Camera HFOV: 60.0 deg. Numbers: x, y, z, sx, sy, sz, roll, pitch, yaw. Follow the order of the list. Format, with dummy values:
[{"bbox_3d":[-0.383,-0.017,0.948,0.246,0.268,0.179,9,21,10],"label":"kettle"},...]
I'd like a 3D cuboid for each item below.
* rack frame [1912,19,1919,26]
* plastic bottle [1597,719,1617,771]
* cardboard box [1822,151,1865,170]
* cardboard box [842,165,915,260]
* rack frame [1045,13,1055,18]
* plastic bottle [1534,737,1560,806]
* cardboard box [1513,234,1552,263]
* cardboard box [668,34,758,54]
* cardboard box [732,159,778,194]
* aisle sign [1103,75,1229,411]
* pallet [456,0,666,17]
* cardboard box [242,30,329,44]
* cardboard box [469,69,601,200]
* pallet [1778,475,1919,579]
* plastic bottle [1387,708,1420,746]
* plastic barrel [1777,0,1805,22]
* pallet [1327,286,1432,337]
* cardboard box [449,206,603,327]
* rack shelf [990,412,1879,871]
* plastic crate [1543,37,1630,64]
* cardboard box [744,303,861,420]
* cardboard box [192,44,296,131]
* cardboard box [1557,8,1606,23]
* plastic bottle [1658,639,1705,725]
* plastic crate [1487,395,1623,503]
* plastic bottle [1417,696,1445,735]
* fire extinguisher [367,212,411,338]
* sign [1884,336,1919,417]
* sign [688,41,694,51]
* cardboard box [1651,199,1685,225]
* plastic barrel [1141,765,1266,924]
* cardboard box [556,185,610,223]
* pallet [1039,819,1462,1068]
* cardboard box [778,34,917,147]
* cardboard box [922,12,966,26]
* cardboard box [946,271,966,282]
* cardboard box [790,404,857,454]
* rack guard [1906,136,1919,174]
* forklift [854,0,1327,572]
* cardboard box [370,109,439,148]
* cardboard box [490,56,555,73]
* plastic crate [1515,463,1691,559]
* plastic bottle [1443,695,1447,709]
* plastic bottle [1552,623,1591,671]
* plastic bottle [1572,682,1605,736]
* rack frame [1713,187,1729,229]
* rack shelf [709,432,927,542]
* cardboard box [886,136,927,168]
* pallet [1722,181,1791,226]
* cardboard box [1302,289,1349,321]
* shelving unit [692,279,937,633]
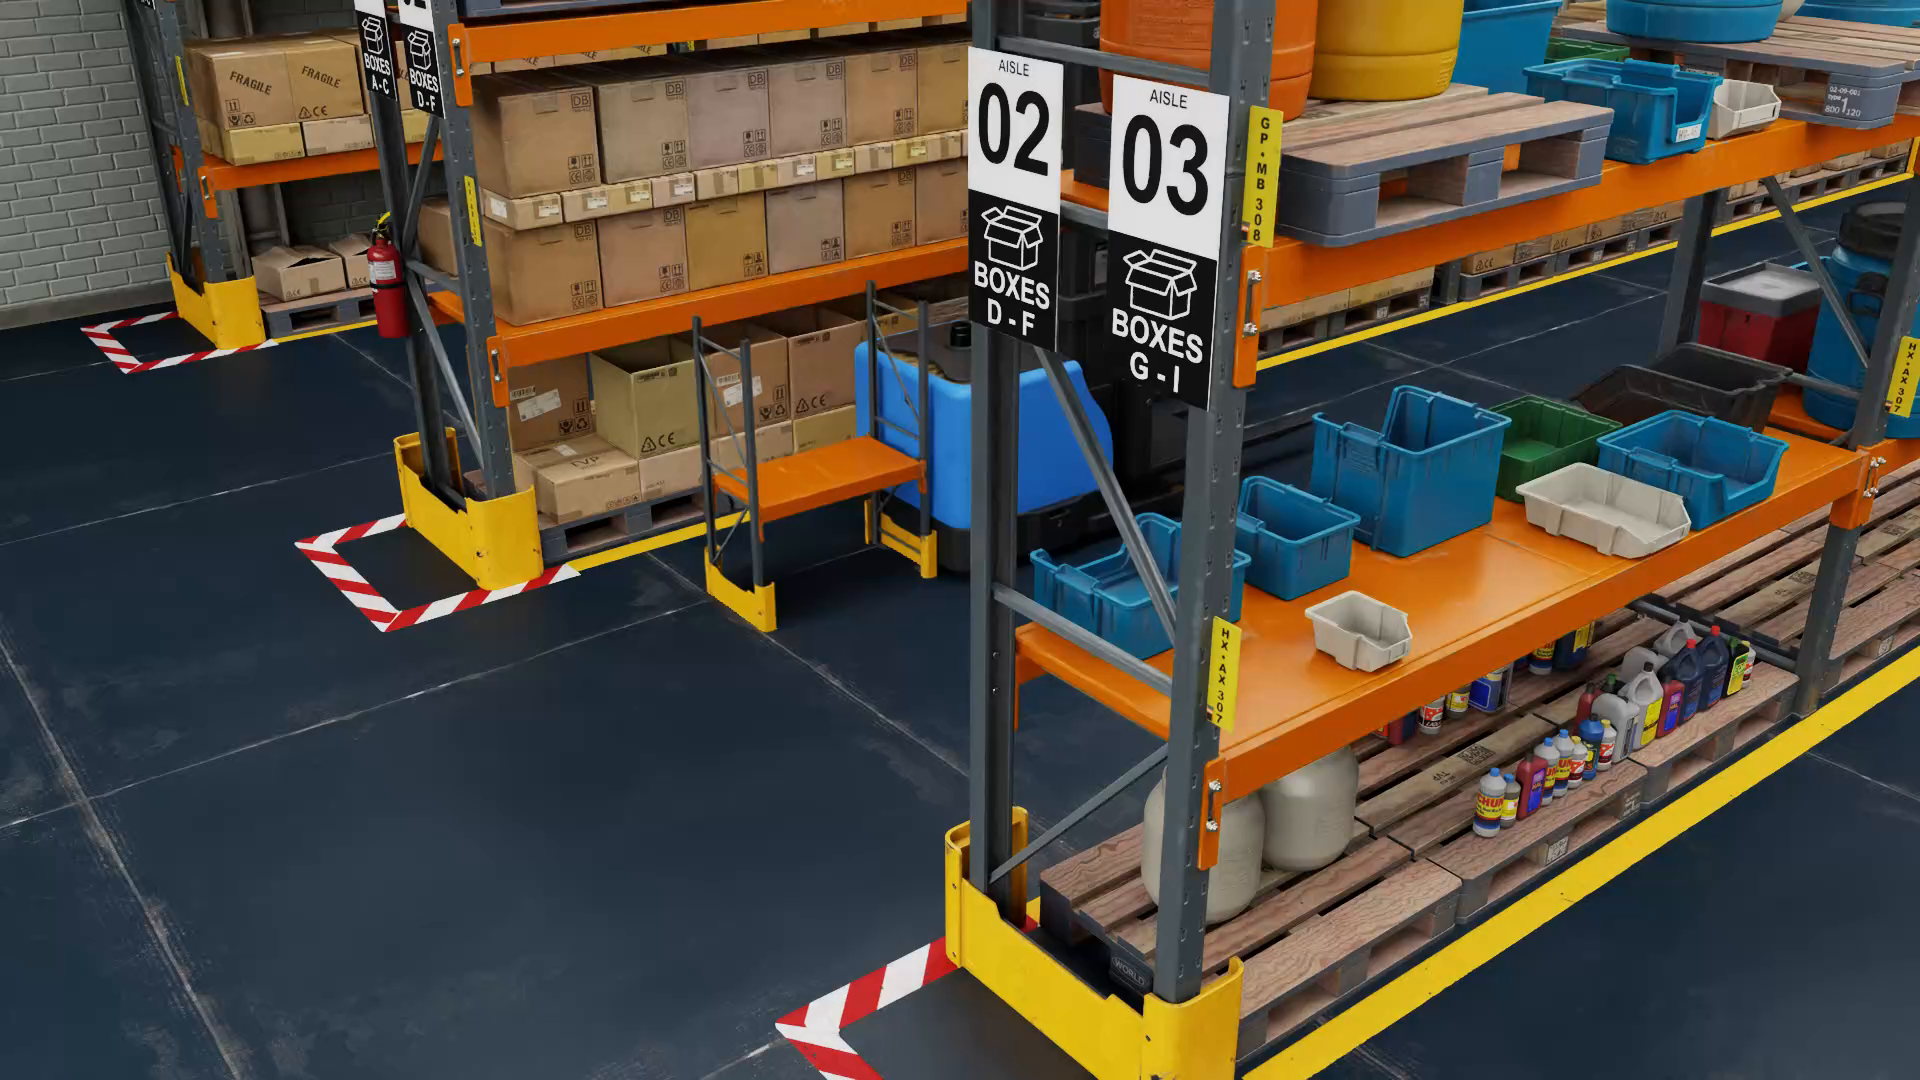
[{"bbox_3d":[3.534,-3.448,5.989,0.127,3.000,1.000,-18,31,-34],"label":"rack frame"},{"bbox_3d":[2.594,0.820,6.721,0.097,0.201,0.097,0,25,0],"label":"plastic bottle"},{"bbox_3d":[8.882,-3.978,17.002,0.500,0.250,0.500,-18,31,-34],"label":"cardboard box"},{"bbox_3d":[-0.673,-2.028,9.938,0.500,0.500,0.700,-18,30,-33],"label":"cardboard box"},{"bbox_3d":[0.569,-5.048,16.563,0.127,3.000,1.000,-18,31,-34],"label":"rack frame"},{"bbox_3d":[2.275,0.894,6.479,0.097,0.271,0.097,0,25,0],"label":"plastic bottle"},{"bbox_3d":[4.571,-2.635,13.810,0.500,0.500,0.500,-20,31,-36],"label":"cardboard box"},{"bbox_3d":[-2.157,-4.374,14.471,0.500,0.500,0.700,-18,30,-34],"label":"cardboard box"},{"bbox_3d":[-1.213,-2.035,9.182,0.250,0.149,0.380,-19,31,-35],"label":"cardboard box"},{"bbox_3d":[0.511,-0.751,4.217,0.004,0.787,0.394,-18,31,-34],"label":"aisle sign"},{"bbox_3d":[-2.095,-2.825,8.316,1.213,0.211,1.003,-18,31,-34],"label":"pallet"},{"bbox_3d":[-5.085,-3.571,12.645,0.500,0.500,0.500,-18,30,-33],"label":"cardboard box"},{"bbox_3d":[-2.250,-2.094,8.539,0.500,0.500,0.700,-18,30,-34],"label":"cardboard box"},{"bbox_3d":[5.089,0.003,8.993,1.213,0.211,1.003,-18,31,-34],"label":"pallet"},{"bbox_3d":[1.843,0.702,6.879,0.133,0.283,0.061,-18,31,-34],"label":"plastic bottle"},{"bbox_3d":[3.074,-2.282,6.408,0.421,0.512,0.421,0,25,0],"label":"plastic barrel"},{"bbox_3d":[2.957,-1.942,13.183,1.213,0.211,1.003,-18,31,-34],"label":"pallet"},{"bbox_3d":[-2.292,-1.492,8.782,0.500,0.500,0.700,-18,31,-34],"label":"cardboard box"},{"bbox_3d":[1.960,0.119,6.284,4.000,0.370,1.077,-18,31,-34],"label":"rack shelf"},{"bbox_3d":[2.125,-1.671,5.977,0.450,0.188,0.336,-18,31,-34],"label":"plastic crate"},{"bbox_3d":[-0.926,-1.067,9.863,0.500,0.500,0.500,-18,31,-34],"label":"cardboard box"},{"bbox_3d":[-5.165,-3.275,12.007,0.500,0.500,0.500,-18,31,-34],"label":"cardboard box"},{"bbox_3d":[5.424,-4.203,14.125,0.700,0.500,0.500,18,30,33],"label":"cardboard box"},{"bbox_3d":[3.054,0.588,7.044,0.185,0.351,0.144,-20,32,-37],"label":"plastic bottle"},{"bbox_3d":[2.292,-0.371,6.739,0.662,0.188,0.450,-18,31,-34],"label":"plastic crate"},{"bbox_3d":[1.977,0.704,6.971,0.097,0.201,0.097,0,25,0],"label":"plastic bottle"},{"bbox_3d":[-3.047,-1.417,8.833,0.183,0.674,0.296,-18,31,-34],"label":"fire extinguisher"},{"bbox_3d":[3.865,-0.667,6.795,0.005,0.325,0.100,-18,31,-34],"label":"sign"},{"bbox_3d":[-2.238,-4.223,13.759,0.005,0.325,0.100,-18,31,-34],"label":"sign"},{"bbox_3d":[6.170,-3.163,14.950,0.500,0.500,0.500,-18,30,-34],"label":"cardboard box"},{"bbox_3d":[0.857,1.054,5.872,0.421,0.512,0.421,0,25,0],"label":"plastic barrel"},{"bbox_3d":[-2.019,-1.769,8.609,0.250,0.149,0.380,-19,31,-35],"label":"cardboard box"},{"bbox_3d":[1.060,1.333,6.127,1.213,0.211,1.003,-18,31,-34],"label":"pallet"},{"bbox_3d":[-0.656,-2.623,9.679,0.500,0.500,0.700,-18,31,-34],"label":"cardboard box"},{"bbox_3d":[-0.218,-5.013,15.847,0.500,0.500,0.700,-22,33,-39],"label":"cardboard box"},{"bbox_3d":[-0.077,-1.635,11.087,0.500,0.500,0.500,-18,31,-34],"label":"cardboard box"},{"bbox_3d":[-0.926,-0.727,10.021,0.500,0.250,0.500,-18,31,-34],"label":"cardboard box"},{"bbox_3d":[9.864,-4.332,17.990,0.348,0.500,1.175,-18,31,-34],"label":"rack guard"},{"bbox_3d":[0.893,-1.639,9.299,3.031,2.935,1.130,-18,30,-33],"label":"forklift"},{"bbox_3d":[-4.342,-3.202,12.741,0.500,0.250,0.500,-19,31,-35],"label":"cardboard box"},{"bbox_3d":[-3.552,-3.806,13.150,0.500,0.500,0.500,-19,31,-35],"label":"cardboard box"},{"bbox_3d":[2.413,-0.101,6.218,0.437,0.136,0.530,-18,31,-34],"label":"plastic crate"},{"bbox_3d":[2.014,0.555,7.114,0.185,0.351,0.144,-17,30,-32],"label":"plastic bottle"},{"bbox_3d":[2.732,0.395,7.459,0.185,0.351,0.144,-18,31,-34],"label":"plastic bottle"},{"bbox_3d":[2.604,0.708,6.865,0.133,0.283,0.061,-18,31,-34],"label":"plastic bottle"},{"bbox_3d":[6.776,-4.447,15.268,0.127,3.000,1.000,-18,31,-34],"label":"rack frame"},{"bbox_3d":[-0.727,-0.286,8.512,1.000,0.185,0.538,-18,30,-33],"label":"rack shelf"},{"bbox_3d":[-0.403,-2.303,9.759,0.250,0.149,0.380,-18,31,-34],"label":"cardboard box"},{"bbox_3d":[7.317,-3.360,16.239,1.213,0.211,1.003,-18,31,-34],"label":"pallet"},{"bbox_3d":[2.564,-1.869,12.480,0.500,0.250,0.500,-17,30,-33],"label":"cardboard box"},{"bbox_3d":[-0.719,-0.451,8.441,1.083,1.500,0.587,-18,30,-33],"label":"shelving unit"}]
